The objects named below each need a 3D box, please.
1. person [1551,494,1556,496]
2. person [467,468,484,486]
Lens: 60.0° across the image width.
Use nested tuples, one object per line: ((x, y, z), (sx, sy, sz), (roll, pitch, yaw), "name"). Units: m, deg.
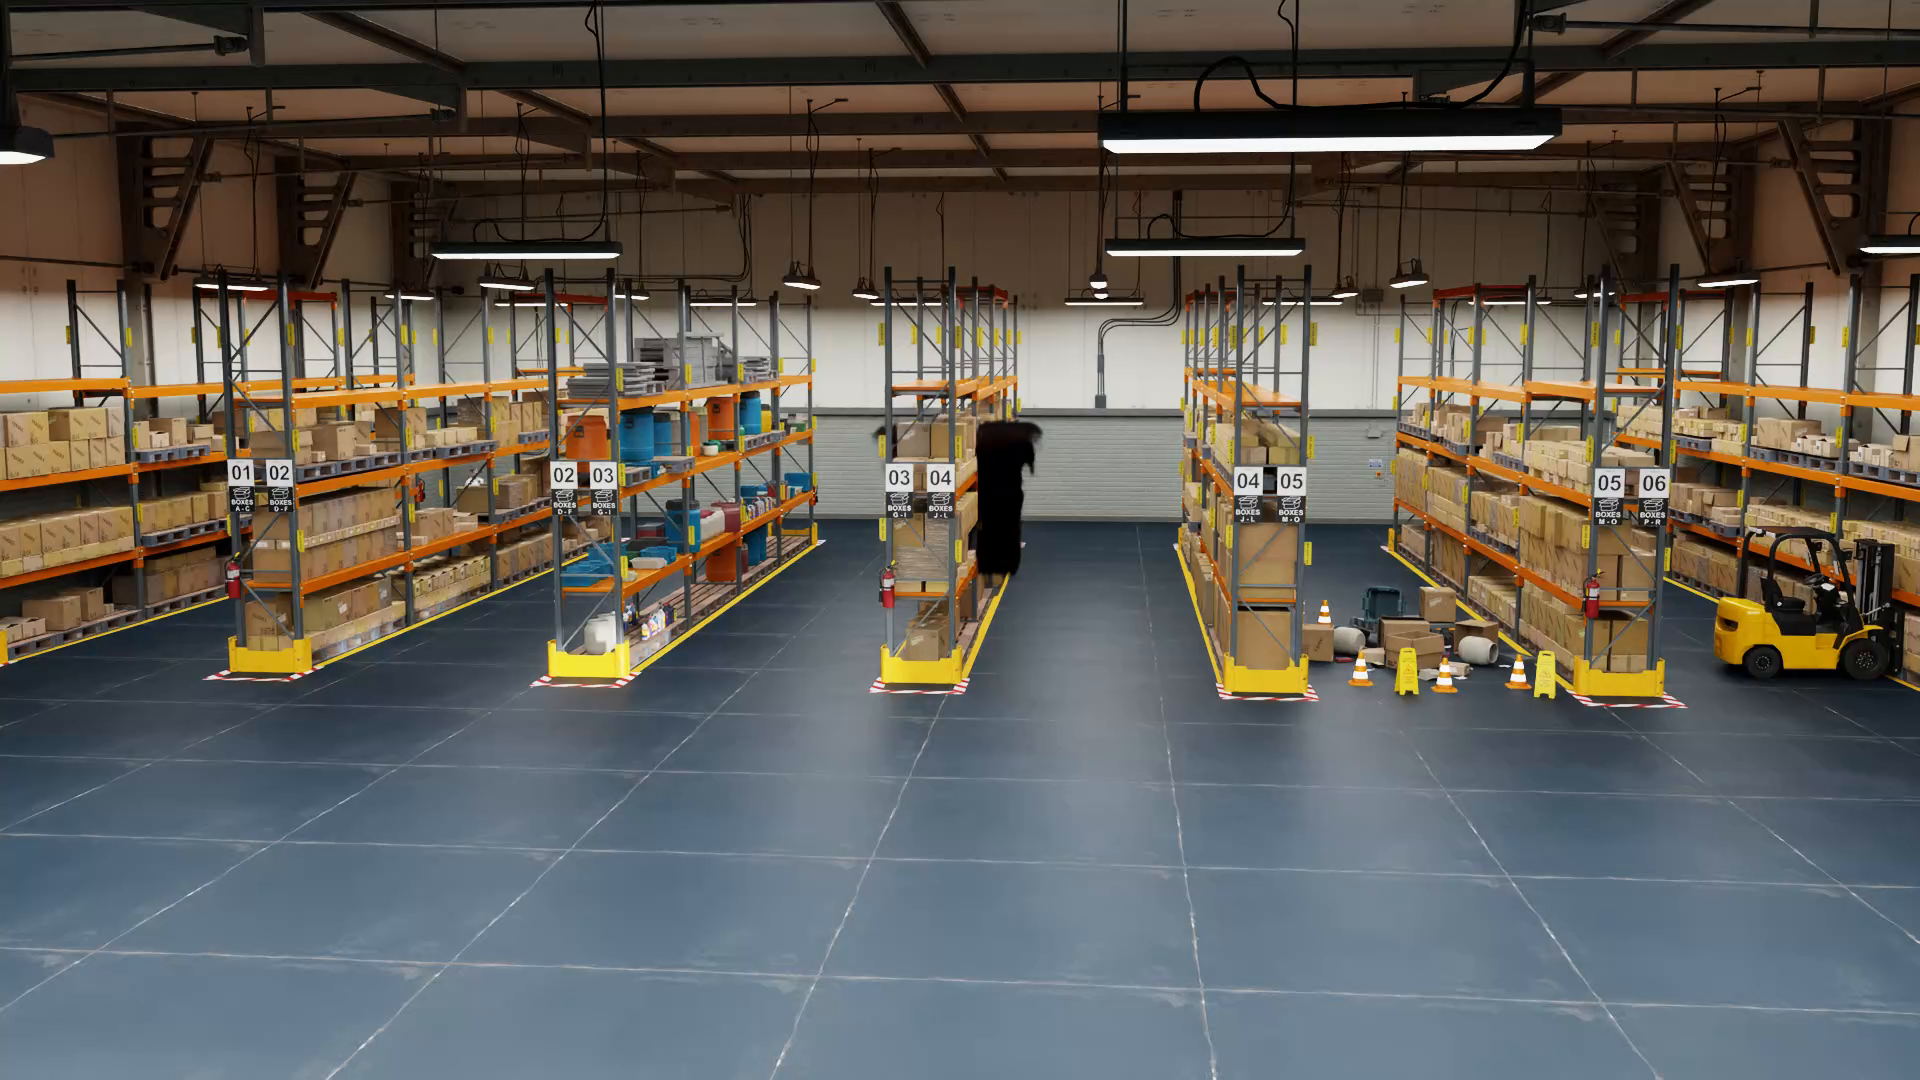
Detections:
((14.041, -0.595, 38.947), (0.535, 1.751, 0.773), (5, 8, 33), "person")
((-12.563, -1.060, 43.039), (0.455, 1.616, 1.005), (0, 7, -3), "person")
